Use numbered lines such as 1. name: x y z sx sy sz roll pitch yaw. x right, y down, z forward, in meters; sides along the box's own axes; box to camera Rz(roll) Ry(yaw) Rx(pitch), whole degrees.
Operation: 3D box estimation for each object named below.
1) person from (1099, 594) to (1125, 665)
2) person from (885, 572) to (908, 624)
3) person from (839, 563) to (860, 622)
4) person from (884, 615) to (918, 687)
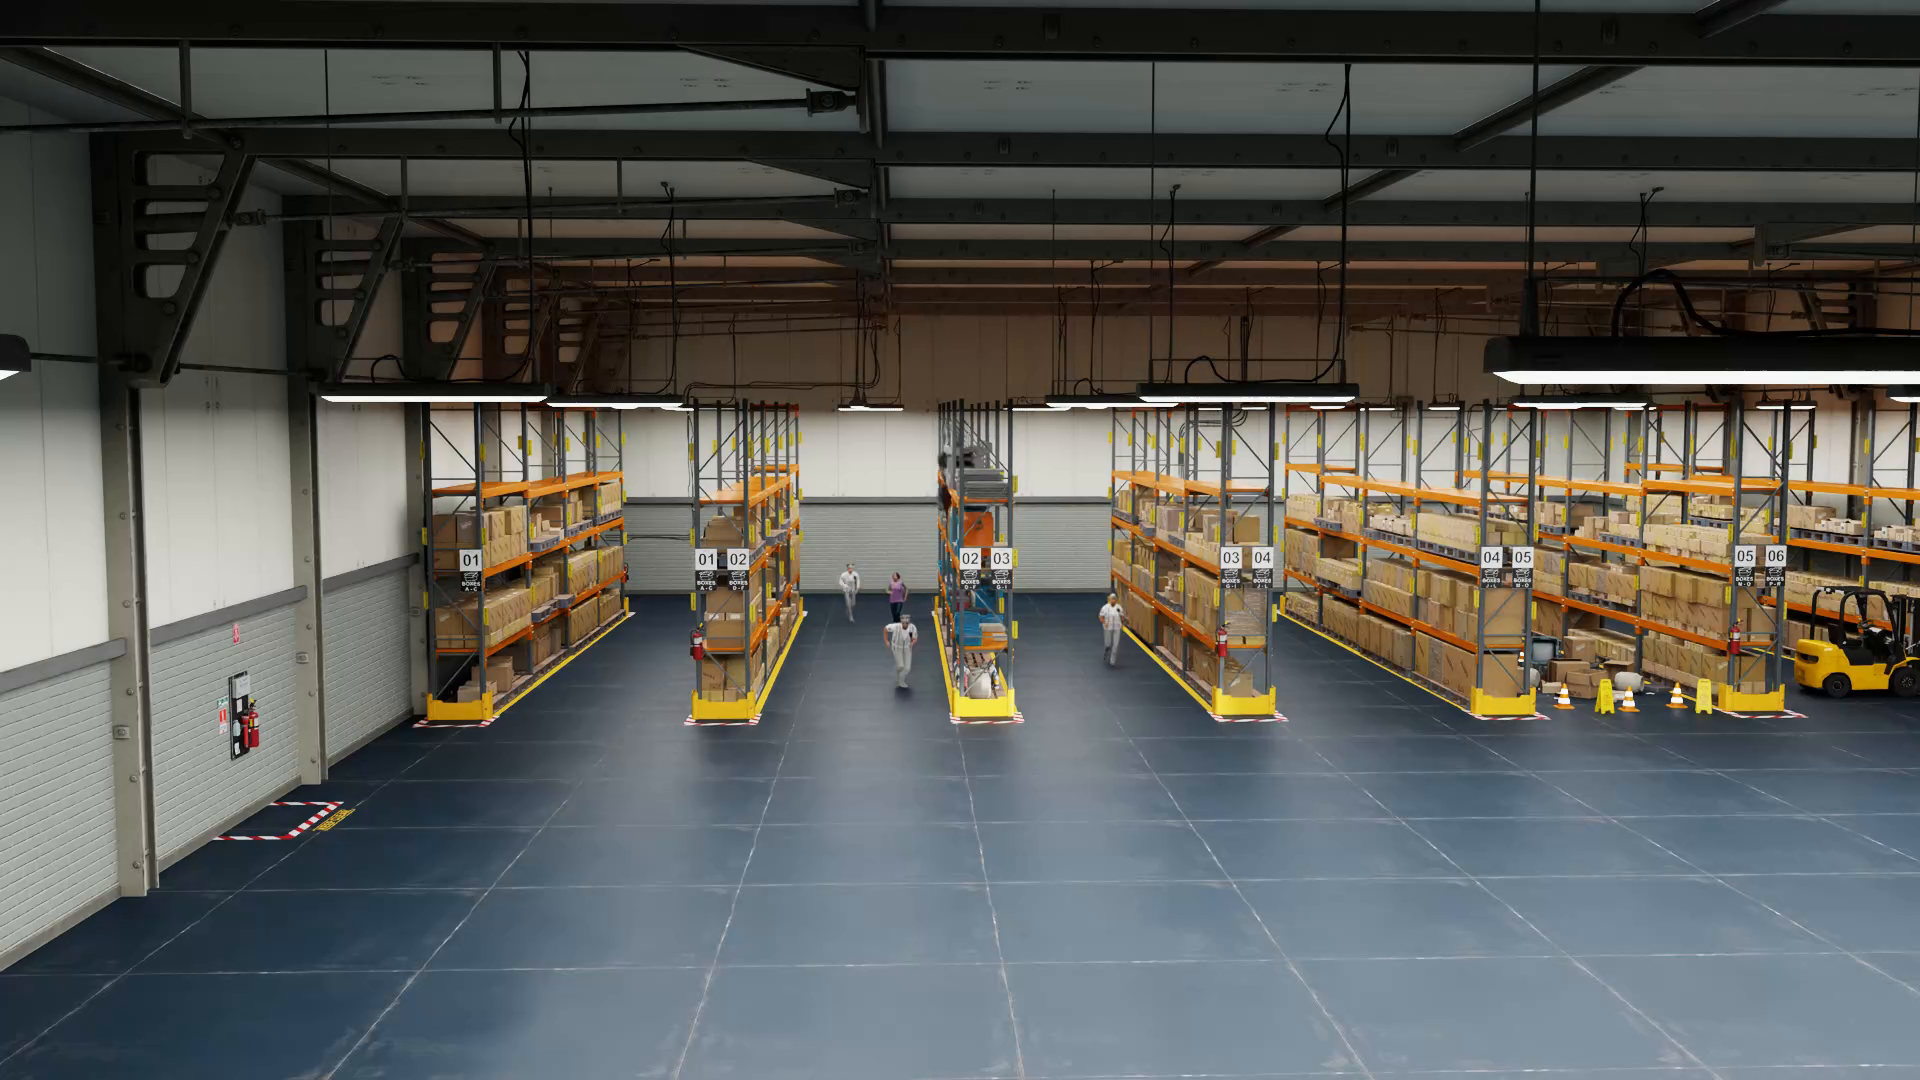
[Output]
1. person: 3.472 2.032 37.970 0.581 1.622 0.560 0 4 -4
2. person: -1.656 1.645 43.227 0.587 1.646 0.704 1 4 7
3. person: -3.046 1.433 45.958 0.603 1.635 0.697 -1 4 -13
4. person: -1.231 2.315 34.605 0.694 1.571 0.882 -1 4 -13
